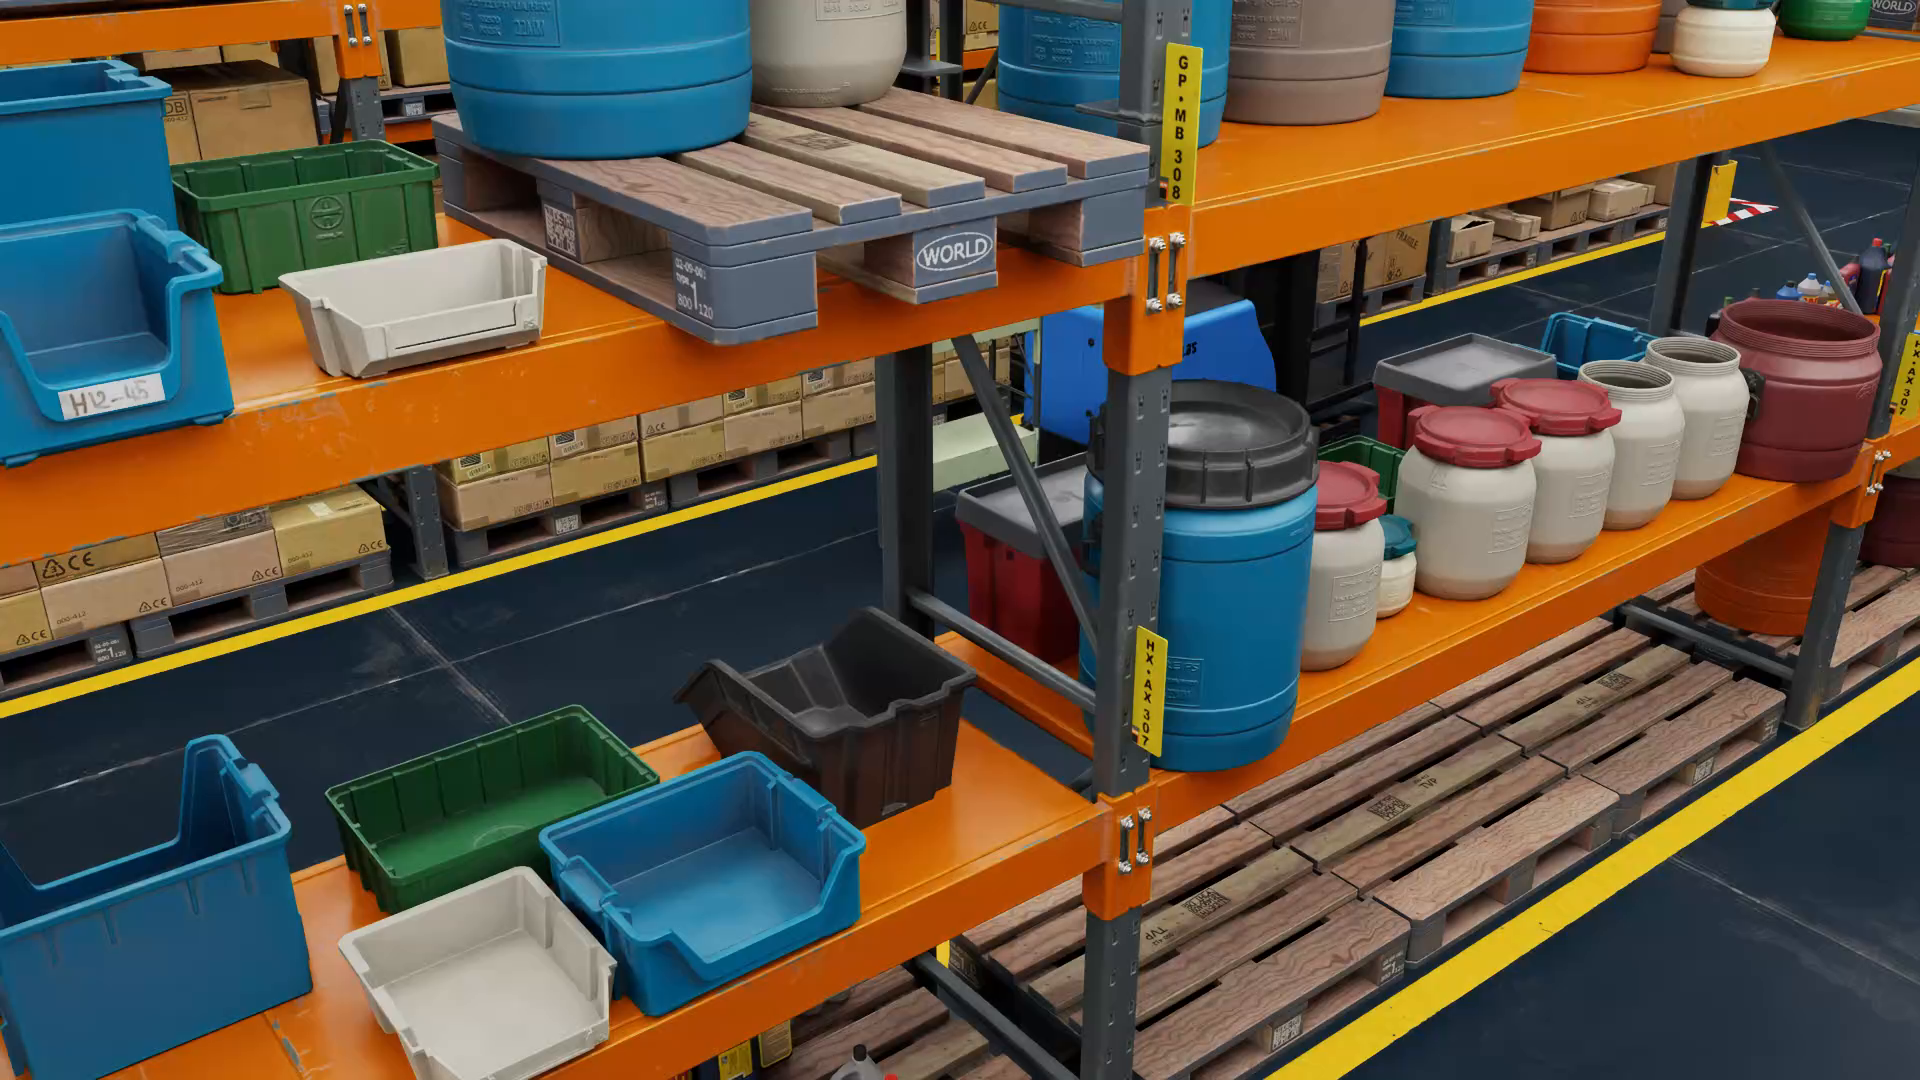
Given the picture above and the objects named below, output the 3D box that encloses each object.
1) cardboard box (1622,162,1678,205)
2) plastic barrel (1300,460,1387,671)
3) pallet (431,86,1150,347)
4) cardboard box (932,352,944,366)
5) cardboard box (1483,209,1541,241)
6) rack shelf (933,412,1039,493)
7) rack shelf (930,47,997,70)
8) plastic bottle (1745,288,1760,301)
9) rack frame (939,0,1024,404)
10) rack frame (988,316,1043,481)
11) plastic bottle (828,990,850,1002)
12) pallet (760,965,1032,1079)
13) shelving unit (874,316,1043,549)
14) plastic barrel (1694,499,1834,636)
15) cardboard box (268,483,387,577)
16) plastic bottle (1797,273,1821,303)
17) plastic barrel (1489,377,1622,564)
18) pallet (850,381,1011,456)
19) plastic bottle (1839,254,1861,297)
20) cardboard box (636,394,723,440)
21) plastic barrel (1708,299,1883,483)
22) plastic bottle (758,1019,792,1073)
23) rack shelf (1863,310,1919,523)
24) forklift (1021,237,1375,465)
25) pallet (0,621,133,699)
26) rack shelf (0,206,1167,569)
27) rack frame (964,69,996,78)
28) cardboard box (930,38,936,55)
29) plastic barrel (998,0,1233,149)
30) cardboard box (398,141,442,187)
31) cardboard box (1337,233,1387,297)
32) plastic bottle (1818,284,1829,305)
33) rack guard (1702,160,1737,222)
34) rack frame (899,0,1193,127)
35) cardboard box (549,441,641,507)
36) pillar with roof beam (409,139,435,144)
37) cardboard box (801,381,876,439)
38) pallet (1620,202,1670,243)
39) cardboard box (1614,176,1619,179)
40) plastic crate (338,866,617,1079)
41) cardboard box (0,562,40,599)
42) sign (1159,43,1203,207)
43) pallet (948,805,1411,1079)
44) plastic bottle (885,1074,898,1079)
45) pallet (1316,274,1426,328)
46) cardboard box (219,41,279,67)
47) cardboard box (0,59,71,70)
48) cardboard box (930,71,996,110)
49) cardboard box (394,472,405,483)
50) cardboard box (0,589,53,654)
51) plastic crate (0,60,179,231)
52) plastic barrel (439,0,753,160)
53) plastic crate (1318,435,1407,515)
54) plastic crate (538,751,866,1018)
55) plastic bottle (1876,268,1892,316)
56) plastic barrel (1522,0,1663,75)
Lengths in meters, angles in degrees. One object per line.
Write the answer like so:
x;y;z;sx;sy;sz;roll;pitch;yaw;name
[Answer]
6.244;-3.290;14.724;0.500;0.500;0.500;-18;31;-34;cardboard box
1.019;0.074;4.866;0.433;0.535;0.433;0;25;0;plastic barrel
-0.377;-0.744;3.450;1.003;0.211;1.213;-18;31;-34;pallet
-0.440;-1.212;9.900;0.500;0.311;0.500;-19;31;-35;cardboard box
4.511;-2.588;13.607;0.250;0.166;0.380;-18;31;-34;cardboard box
-0.005;-0.383;8.568;0.720;0.370;0.431;-18;31;-34;rack shelf
-1.261;-4.203;15.097;4.000;0.370;1.077;-18;31;-34;rack shelf
3.515;-0.981;7.439;0.133;0.283;0.061;-18;31;-34;plastic bottle
0.225;-2.369;10.292;0.127;3.000;1.000;-18;31;-34;rack frame
0.283;-0.774;8.635;0.023;1.500;0.400;-18;31;-34;rack frame
-0.390;1.287;5.132;0.097;0.271;0.097;0;25;0;plastic bottle
-0.423;1.737;4.757;1.213;0.211;1.003;-18;31;-34;pallet
-0.005;-0.679;8.431;0.755;1.500;0.431;-18;31;-34;shelving unit
3.653;-0.066;7.409;0.708;0.830;0.600;-18;31;-34;plastic barrel
-3.153;-0.081;8.128;0.500;0.250;0.500;-18;31;-34;cardboard box
3.924;-1.101;7.711;0.097;0.271;0.097;0;25;0;plastic bottle
1.937;-0.229;5.519;0.433;0.535;0.433;0;25;0;plastic barrel
-0.447;-0.904;10.446;1.213;0.211;1.003;-18;31;-34;pallet
4.233;-1.218;7.950;0.133;0.283;0.061;-18;31;-34;plastic bottle
-1.640;-0.816;9.046;0.500;0.311;0.500;-19;31;-36;cardboard box
3.100;-0.568;6.250;0.708;0.536;0.600;-18;31;-34;plastic barrel
-0.562;1.410;4.853;0.133;0.283;0.061;-18;31;-34;plastic bottle
4.852;-0.921;8.025;4.000;0.370;1.077;-18;31;-34;rack shelf
1.780;-2.006;9.590;3.031;2.935;1.130;-21;32;-37;forklift
-4.535;0.446;7.539;1.213;0.211;1.003;-18;31;-34;pallet
-1.443;-0.203;2.916;4.000;0.370;1.077;-18;31;-34;rack shelf
0.313;-5.049;16.065;0.127;3.000;1.000;-18;31;-34;rack frame
-0.366;-4.548;15.262;0.250;0.149;0.380;-18;31;-34;cardboard box
0.397;-1.481;4.218;0.708;0.901;0.600;-18;31;-34;plastic barrel
-4.258;-2.949;13.096;0.500;0.250;0.500;-18;31;-34;cardboard box
2.767;-2.125;12.213;0.500;0.500;0.500;-18;30;-34;cardboard box
4.000;-1.094;7.781;0.097;0.201;0.097;0;25;0;plastic bottle
6.461;-3.294;15.254;0.348;0.500;1.175;-18;31;-34;rack guard
0.131;-2.410;3.253;0.127;3.000;1.000;-18;31;-34;rack frame
-2.049;-0.429;8.878;0.500;0.250;0.500;-17;30;-33;cardboard box
-1.735;-5.253;9.380;0.400;9.000;9.100;-18;31;-34;pillar with roof beam
-0.839;-0.831;9.744;0.500;0.250;0.500;-17;30;-33;cardboard box
5.834;-2.955;14.868;1.213;0.211;1.003;-18;31;-34;pallet
5.524;-3.223;14.875;0.500;0.250;0.500;-18;31;-34;cardboard box
-0.991;0.937;3.482;0.437;0.136;0.530;-18;31;-34;plastic crate
-4.329;-0.029;7.126;0.500;0.500;0.500;-18;31;-34;cardboard box
0.462;-0.868;3.484;0.005;0.325;0.100;-18;31;-34;sign
0.725;1.359;5.570;1.213;0.211;1.003;-18;31;-34;pallet
-0.198;1.576;4.415;0.185;0.351;0.144;-19;31;-35;plastic bottle
2.756;-1.920;12.636;1.213;0.211;1.003;-18;31;-34;pallet
-5.117;-3.479;12.042;0.500;0.500;0.700;-15;29;-29;cardboard box
-6.163;-3.026;10.971;0.500;0.500;0.500;-18;31;-34;cardboard box
-0.118;-4.052;15.973;0.750;0.750;0.750;-18;30;-33;cardboard box
-2.775;-0.477;8.983;0.500;0.250;0.500;-19;31;-35;cardboard box
-4.330;0.311;7.285;0.500;0.250;0.500;-18;31;-34;cardboard box
-1.702;-0.598;2.931;0.575;0.384;0.392;-18;31;-34;plastic crate
-0.718;-1.244;3.210;0.708;0.901;0.600;-18;31;-34;plastic barrel
1.327;-0.138;5.737;0.662;0.188;0.450;-18;31;-34;plastic crate
-0.572;0.756;3.734;0.616;0.251;0.499;-18;31;-34;plastic crate
4.468;-1.218;7.950;0.133;0.283;0.061;-18;31;-34;plastic bottle
1.984;-1.972;5.362;0.708;0.830;0.600;-18;31;-34;plastic barrel
